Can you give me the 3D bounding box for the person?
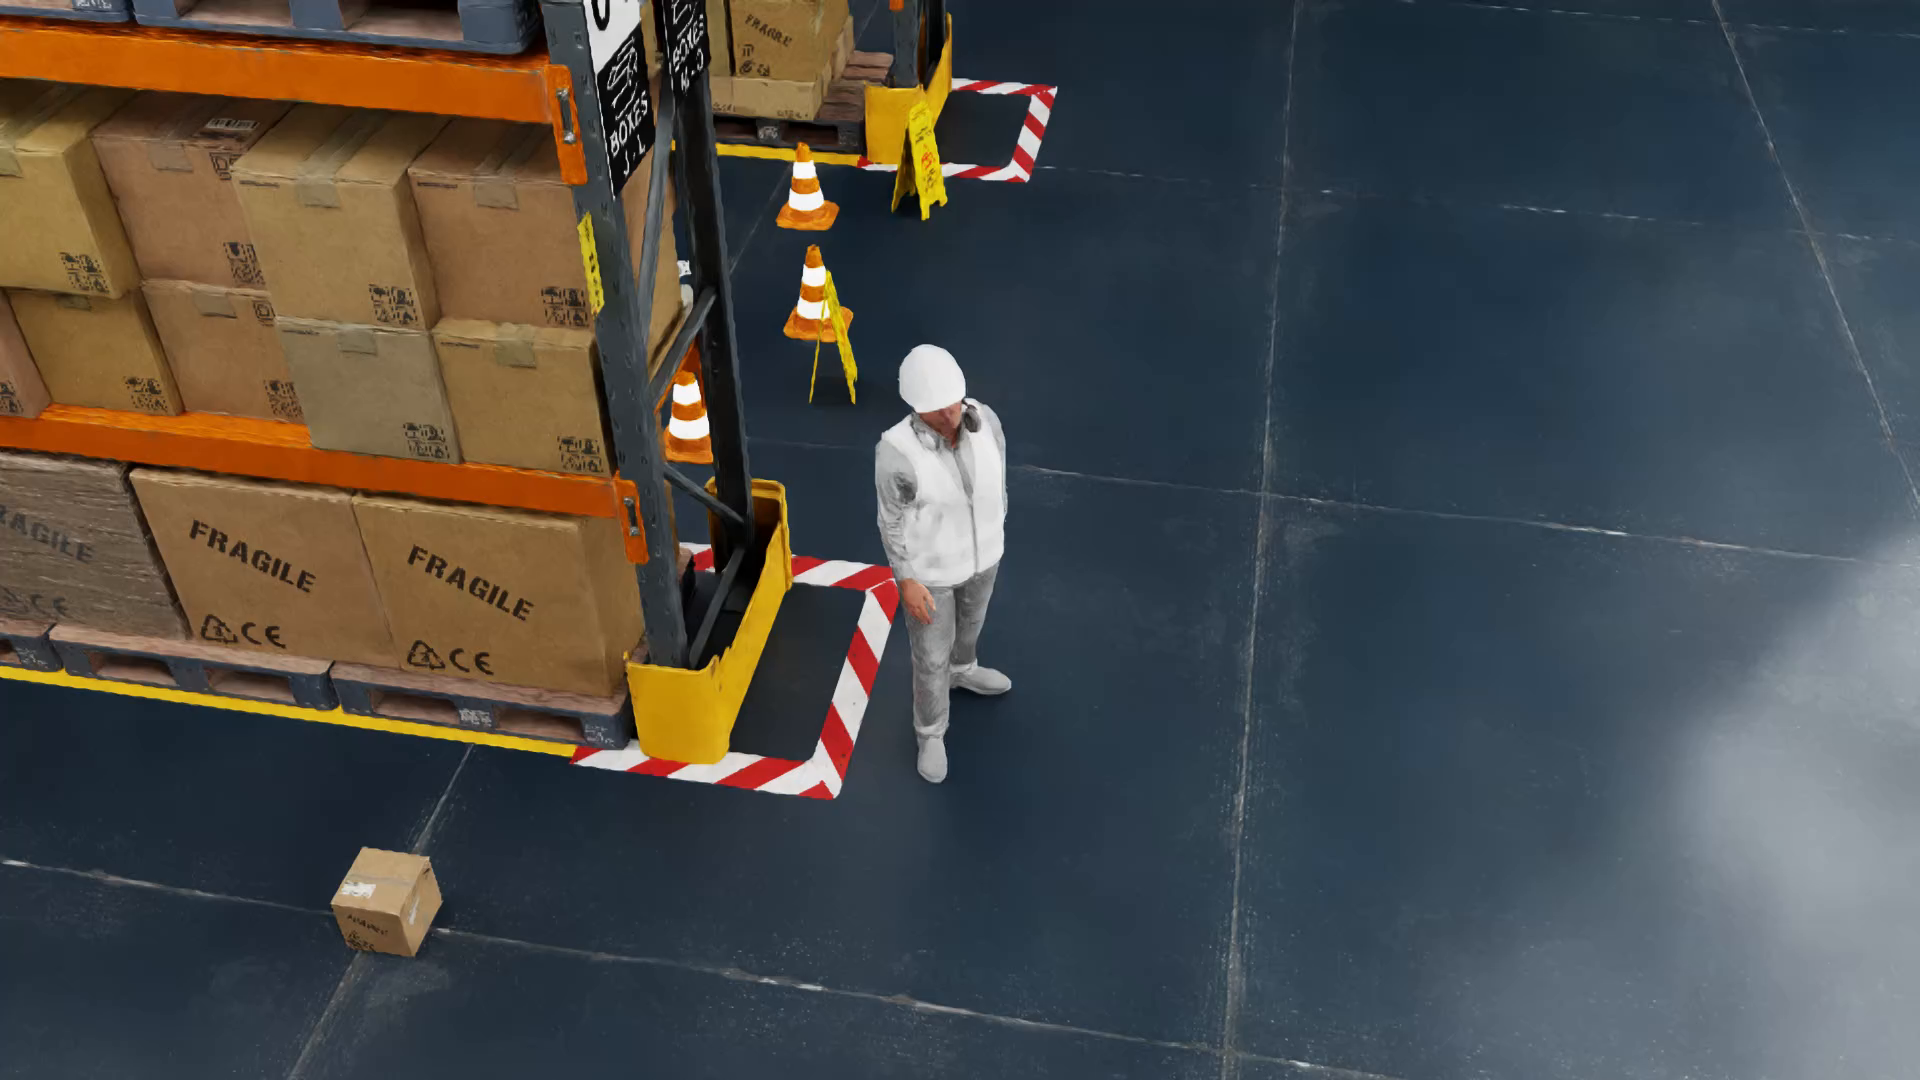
[{"bbox_3d":[-0.024,0.046,6.074,0.580,1.778,0.477,-27,47,-28],"label":"person"}]
